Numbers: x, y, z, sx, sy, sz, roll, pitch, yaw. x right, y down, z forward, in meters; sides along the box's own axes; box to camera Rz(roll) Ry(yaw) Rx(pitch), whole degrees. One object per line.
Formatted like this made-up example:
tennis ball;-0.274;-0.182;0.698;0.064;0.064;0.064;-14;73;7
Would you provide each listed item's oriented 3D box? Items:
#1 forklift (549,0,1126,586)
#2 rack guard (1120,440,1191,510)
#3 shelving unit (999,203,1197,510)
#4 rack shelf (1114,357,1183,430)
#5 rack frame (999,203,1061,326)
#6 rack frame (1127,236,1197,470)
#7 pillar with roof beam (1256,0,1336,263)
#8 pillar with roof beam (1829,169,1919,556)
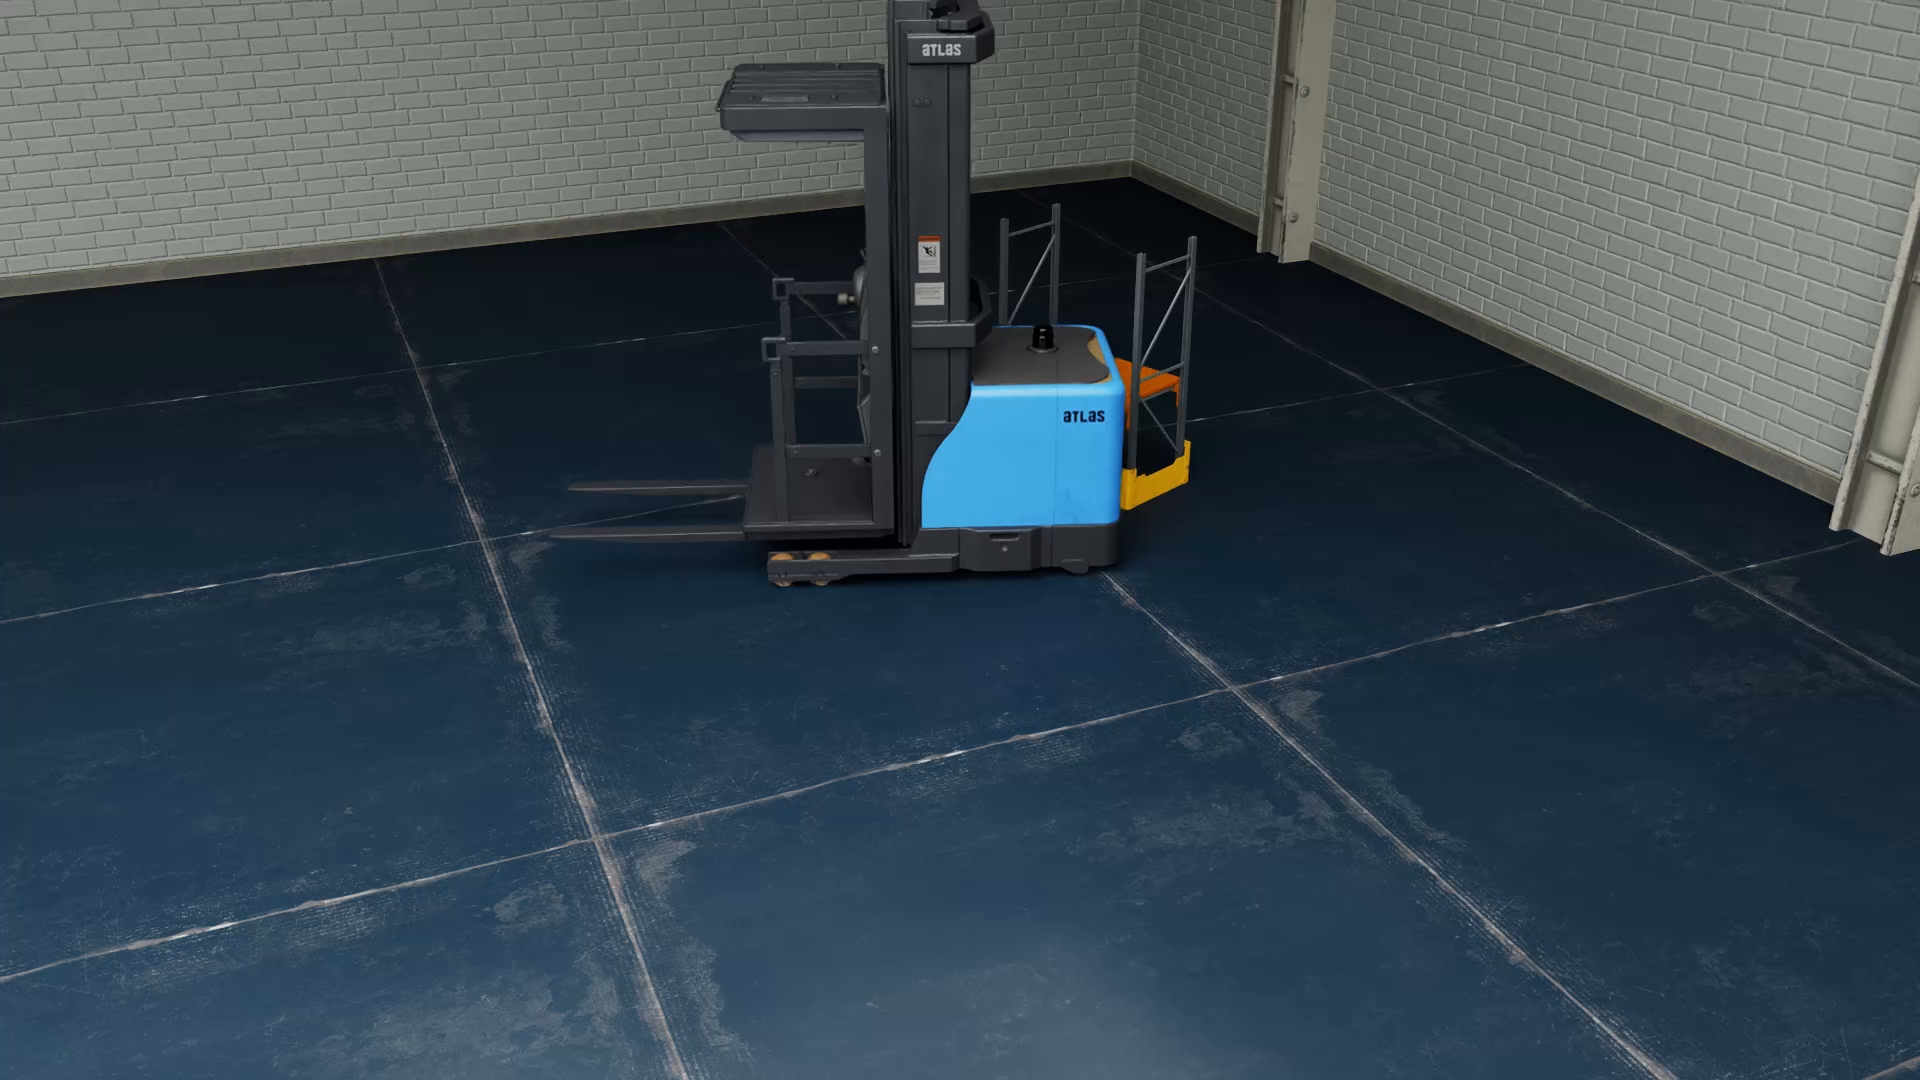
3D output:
forklift;-0.675;-1.315;8.602;3.031;2.935;1.130;-1;26;-2
rack guard;1.143;-0.387;9.758;0.087;0.250;0.587;23;34;39
shelving unit;0.787;-1.102;9.797;1.083;1.500;0.587;23;34;39
rack shelf;0.781;-0.943;9.882;1.000;0.185;0.538;23;34;39
rack frame;0.417;-1.260;10.122;0.032;1.500;0.500;23;34;39
rack frame;1.144;-0.948;9.483;0.032;1.500;0.500;23;34;39
pillar with roof beam;-1.186;-5.746;10.761;9.100;9.000;0.400;-11;28;-21
pillar with roof beam;1.164;-3.323;5.800;9.100;9.000;0.400;-11;28;-21
